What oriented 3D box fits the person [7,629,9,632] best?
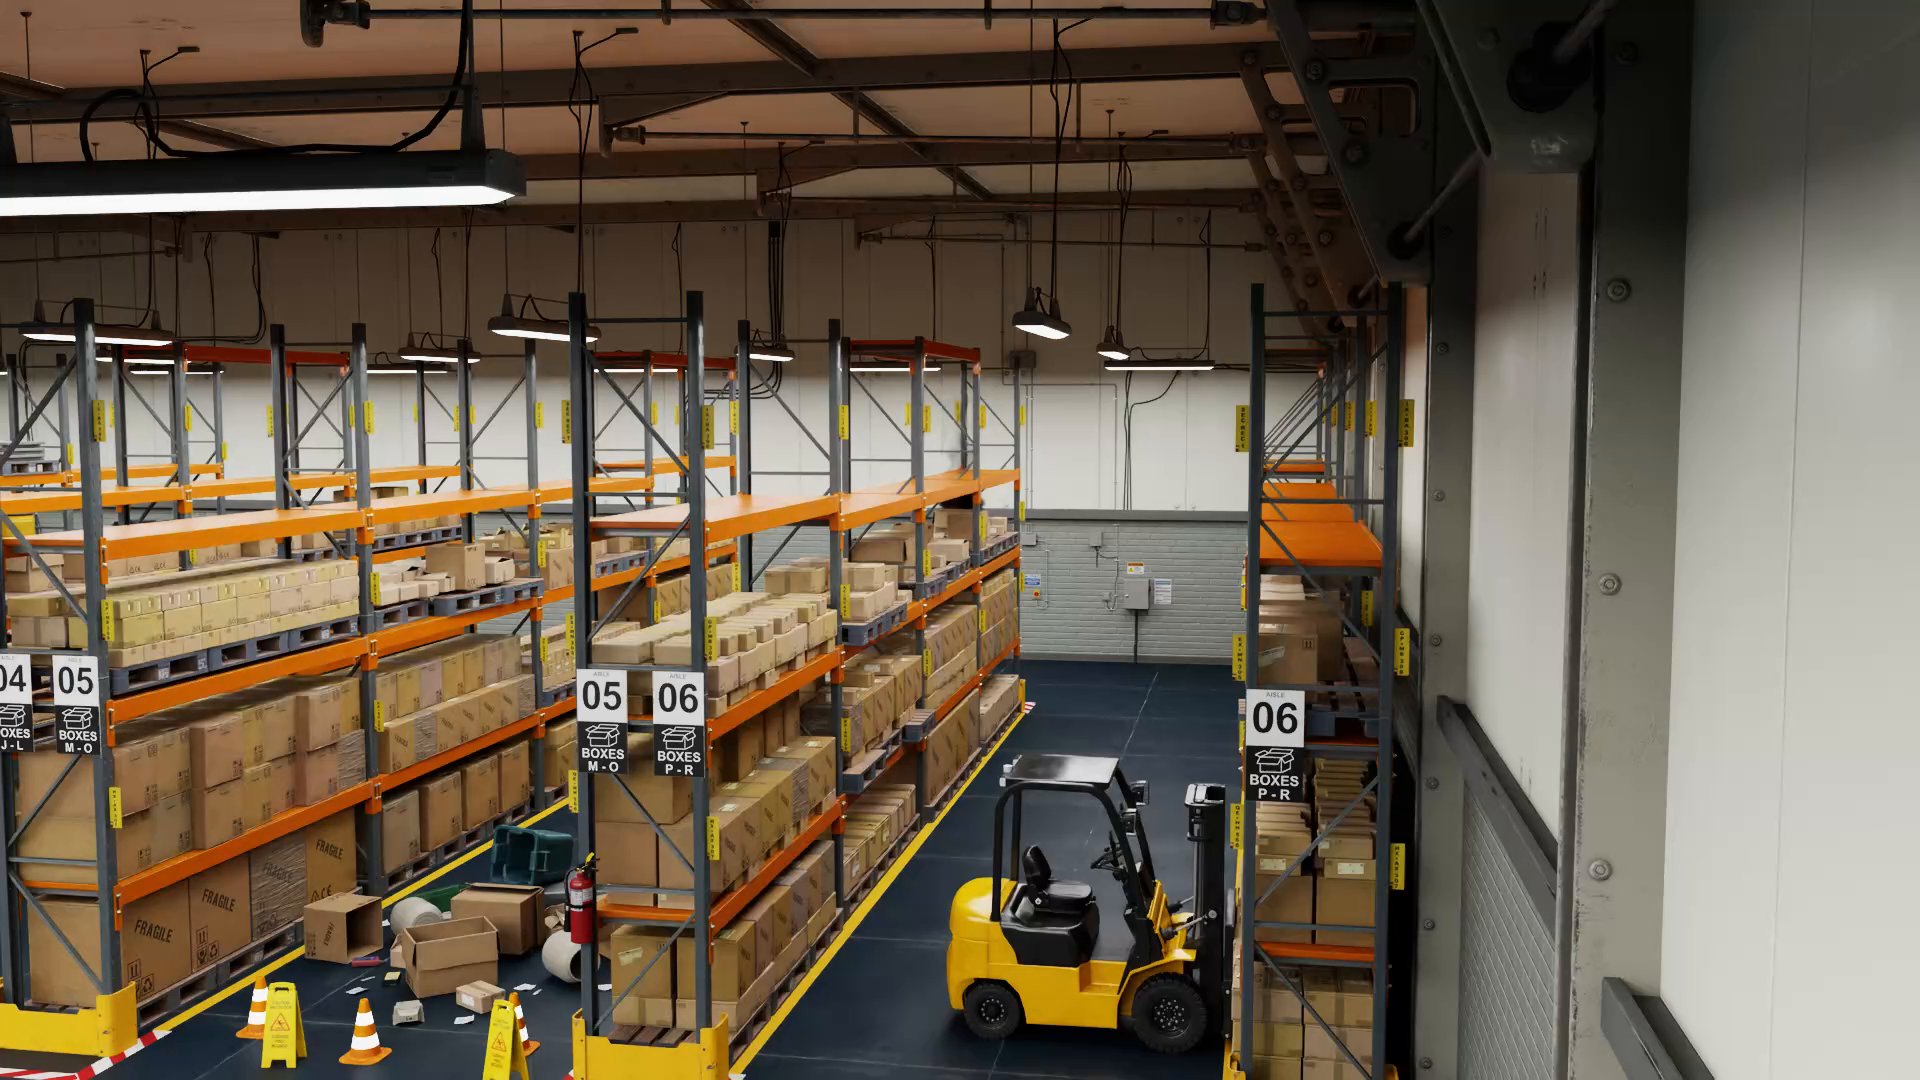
[{"bbox_3d":[-18.885,1.673,32.999,0.783,1.768,0.651,1,5,14],"label":"person"}]
